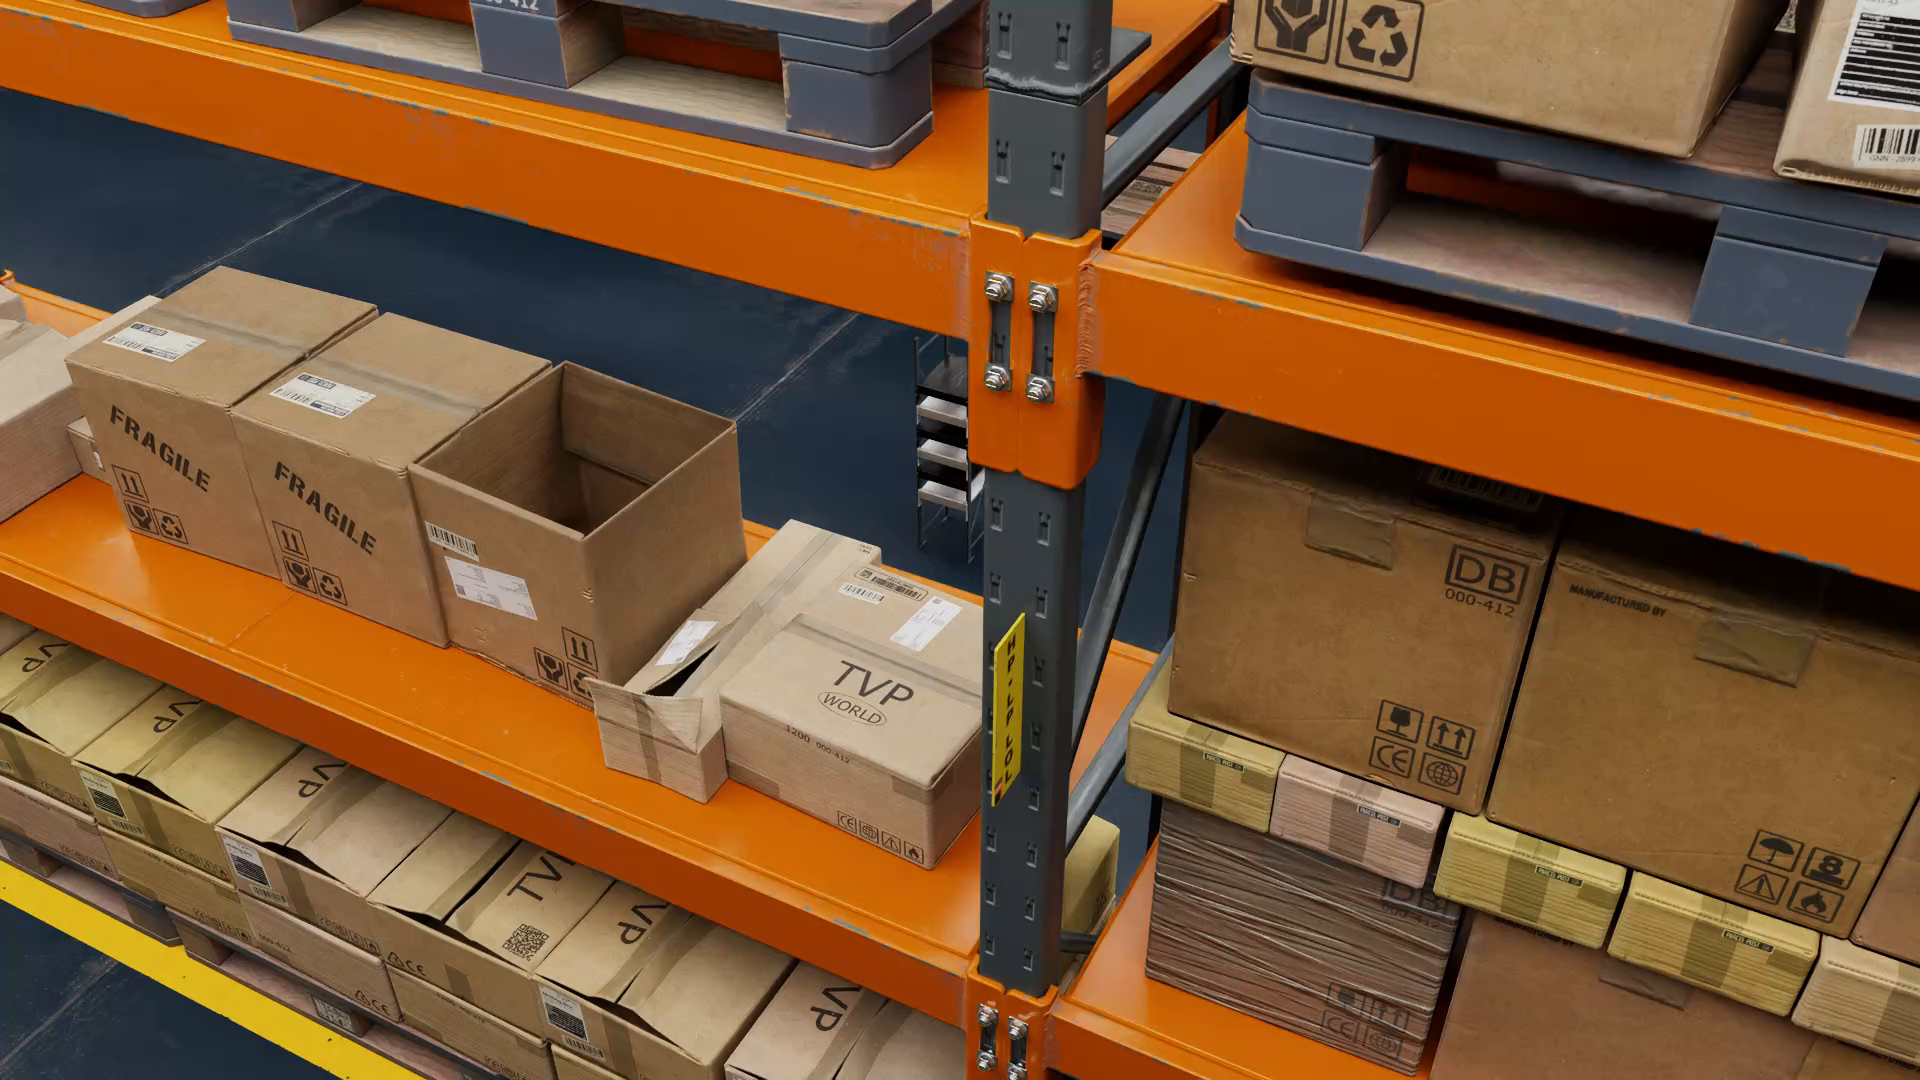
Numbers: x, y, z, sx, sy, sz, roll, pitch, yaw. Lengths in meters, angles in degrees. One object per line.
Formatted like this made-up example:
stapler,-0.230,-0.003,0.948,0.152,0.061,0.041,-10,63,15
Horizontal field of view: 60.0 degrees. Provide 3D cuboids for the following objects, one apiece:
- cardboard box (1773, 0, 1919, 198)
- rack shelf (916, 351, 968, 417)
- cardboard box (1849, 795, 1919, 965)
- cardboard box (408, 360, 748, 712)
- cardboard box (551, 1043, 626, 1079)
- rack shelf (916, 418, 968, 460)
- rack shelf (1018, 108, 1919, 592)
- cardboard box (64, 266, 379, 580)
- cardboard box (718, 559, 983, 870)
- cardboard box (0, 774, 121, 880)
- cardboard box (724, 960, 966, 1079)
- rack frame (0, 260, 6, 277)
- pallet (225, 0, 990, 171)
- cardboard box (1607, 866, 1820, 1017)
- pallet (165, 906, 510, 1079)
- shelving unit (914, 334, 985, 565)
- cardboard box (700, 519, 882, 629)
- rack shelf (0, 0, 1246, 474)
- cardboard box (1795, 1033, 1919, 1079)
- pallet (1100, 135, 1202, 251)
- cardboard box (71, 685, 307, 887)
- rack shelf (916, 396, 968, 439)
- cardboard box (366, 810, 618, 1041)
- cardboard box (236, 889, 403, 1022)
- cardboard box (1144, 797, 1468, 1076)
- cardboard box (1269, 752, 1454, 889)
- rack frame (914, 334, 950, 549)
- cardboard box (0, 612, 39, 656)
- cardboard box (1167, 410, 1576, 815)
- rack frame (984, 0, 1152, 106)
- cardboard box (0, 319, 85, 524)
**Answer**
cardboard box,1.121,-0.553,1.628,0.500,0.311,0.500,15,40,19
rack shelf,-0.007,-0.549,5.838,0.200,0.077,0.258,17,41,21
cardboard box,1.606,0.240,2.297,0.500,0.500,0.700,17,41,21
cardboard box,-0.827,-0.012,3.702,0.500,0.500,0.500,20,42,25
cardboard box,-0.634,1.224,4.084,0.500,0.250,0.500,17,40,21
rack shelf,-0.007,-0.406,5.947,0.200,0.077,0.258,17,41,21
rack shelf,2.091,0.045,1.824,4.000,0.370,1.077,17,41,21
cardboard box,-1.739,-0.297,4.078,0.500,0.500,0.500,15,40,19
cardboard box,-0.142,0.343,3.441,0.500,0.250,0.500,20,42,24
cardboard box,-2.460,0.655,4.833,0.500,0.250,0.500,16,40,20
cardboard box,-0.176,1.143,3.726,0.500,0.311,0.500,17,41,21
rack frame,-3.236,-0.715,4.711,0.127,3.000,1.000,17,41,21
pallet,-0.474,-0.960,2.711,1.217,0.209,0.805,16,40,20
cardboard box,1.151,0.490,2.504,0.250,0.149,0.380,17,40,21
pallet,-1.444,0.985,4.777,1.213,0.211,1.003,17,41,21
shelving unit,-0.007,-0.361,5.981,0.210,0.900,0.258,17,41,21
cardboard box,-0.377,0.141,3.791,0.250,0.149,0.380,17,41,21
rack shelf,-1.460,-1.067,3.289,4.000,0.370,1.077,17,41,21
cardboard box,1.627,0.762,2.682,0.500,0.500,0.700,18,41,22
pallet,0.794,-1.687,8.297,1.213,0.211,1.003,17,41,21
cardboard box,-1.984,0.577,4.472,0.500,0.311,0.500,16,40,20
rack shelf,-0.007,-0.478,5.892,0.200,0.077,0.258,17,41,21
cardboard box,-1.083,0.862,4.097,0.500,0.311,0.500,17,40,21
cardboard box,-1.540,0.939,4.458,0.500,0.250,0.500,18,41,22
cardboard box,0.712,0.477,3.058,0.500,0.500,0.700,16,40,20
cardboard box,0.688,0.347,2.692,0.250,0.149,0.380,18,41,22
rack frame,-0.097,-0.389,6.018,0.006,0.900,0.240,17,41,21
cardboard box,-2.906,0.293,4.846,0.500,0.311,0.500,19,41,23
cardboard box,0.712,-0.039,2.665,0.500,0.500,0.700,18,41,22
rack frame,0.315,-1.992,1.432,0.127,3.000,1.000,17,41,21
cardboard box,-2.531,-0.327,4.274,0.500,0.311,0.500,17,40,21
